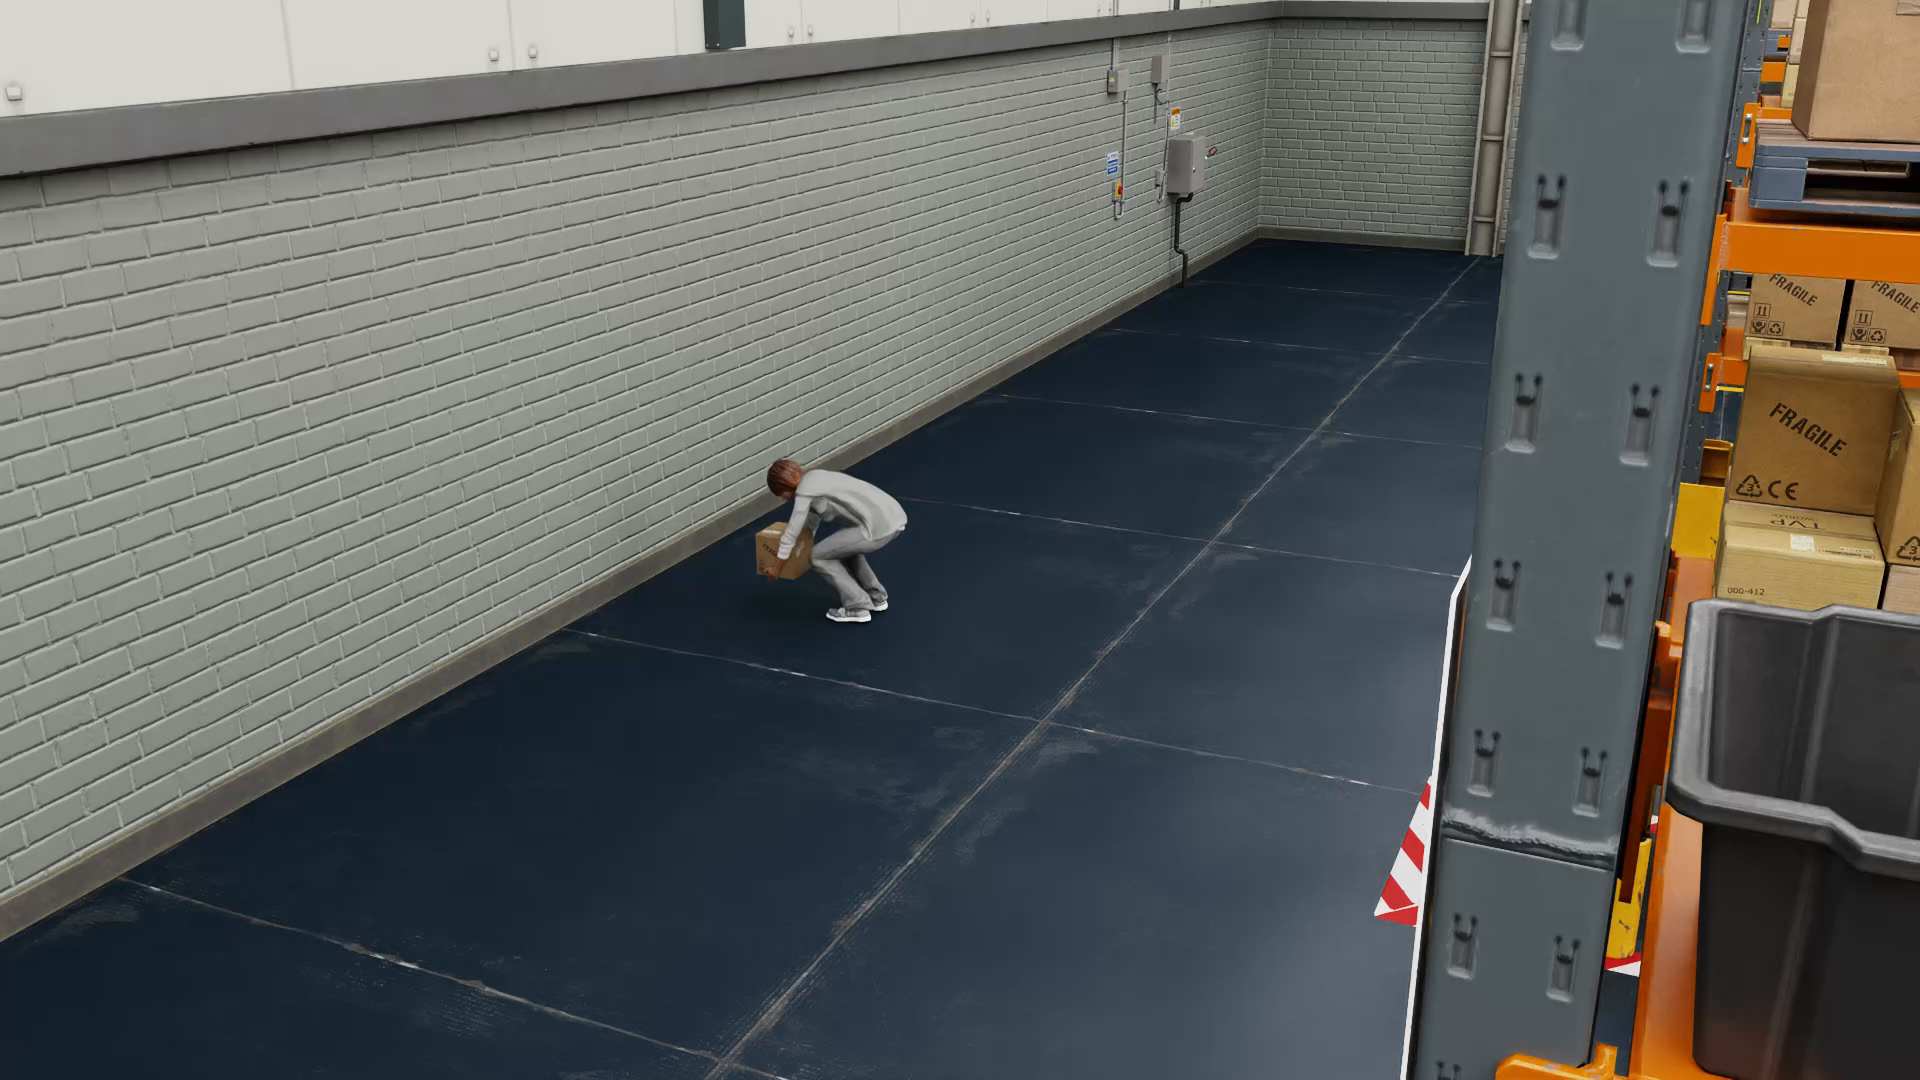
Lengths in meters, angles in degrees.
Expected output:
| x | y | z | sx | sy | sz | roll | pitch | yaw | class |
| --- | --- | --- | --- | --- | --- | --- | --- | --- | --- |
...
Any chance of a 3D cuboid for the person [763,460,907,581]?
| x | y | z | sx | sy | sz | roll | pitch | yaw | class |
| --- | --- | --- | --- | --- | --- | --- | --- | --- | --- |
| -0.724 | -0.086 | 9.617 | 0.851 | 0.703 | 0.388 | 8 | 21 | 21 | person |
